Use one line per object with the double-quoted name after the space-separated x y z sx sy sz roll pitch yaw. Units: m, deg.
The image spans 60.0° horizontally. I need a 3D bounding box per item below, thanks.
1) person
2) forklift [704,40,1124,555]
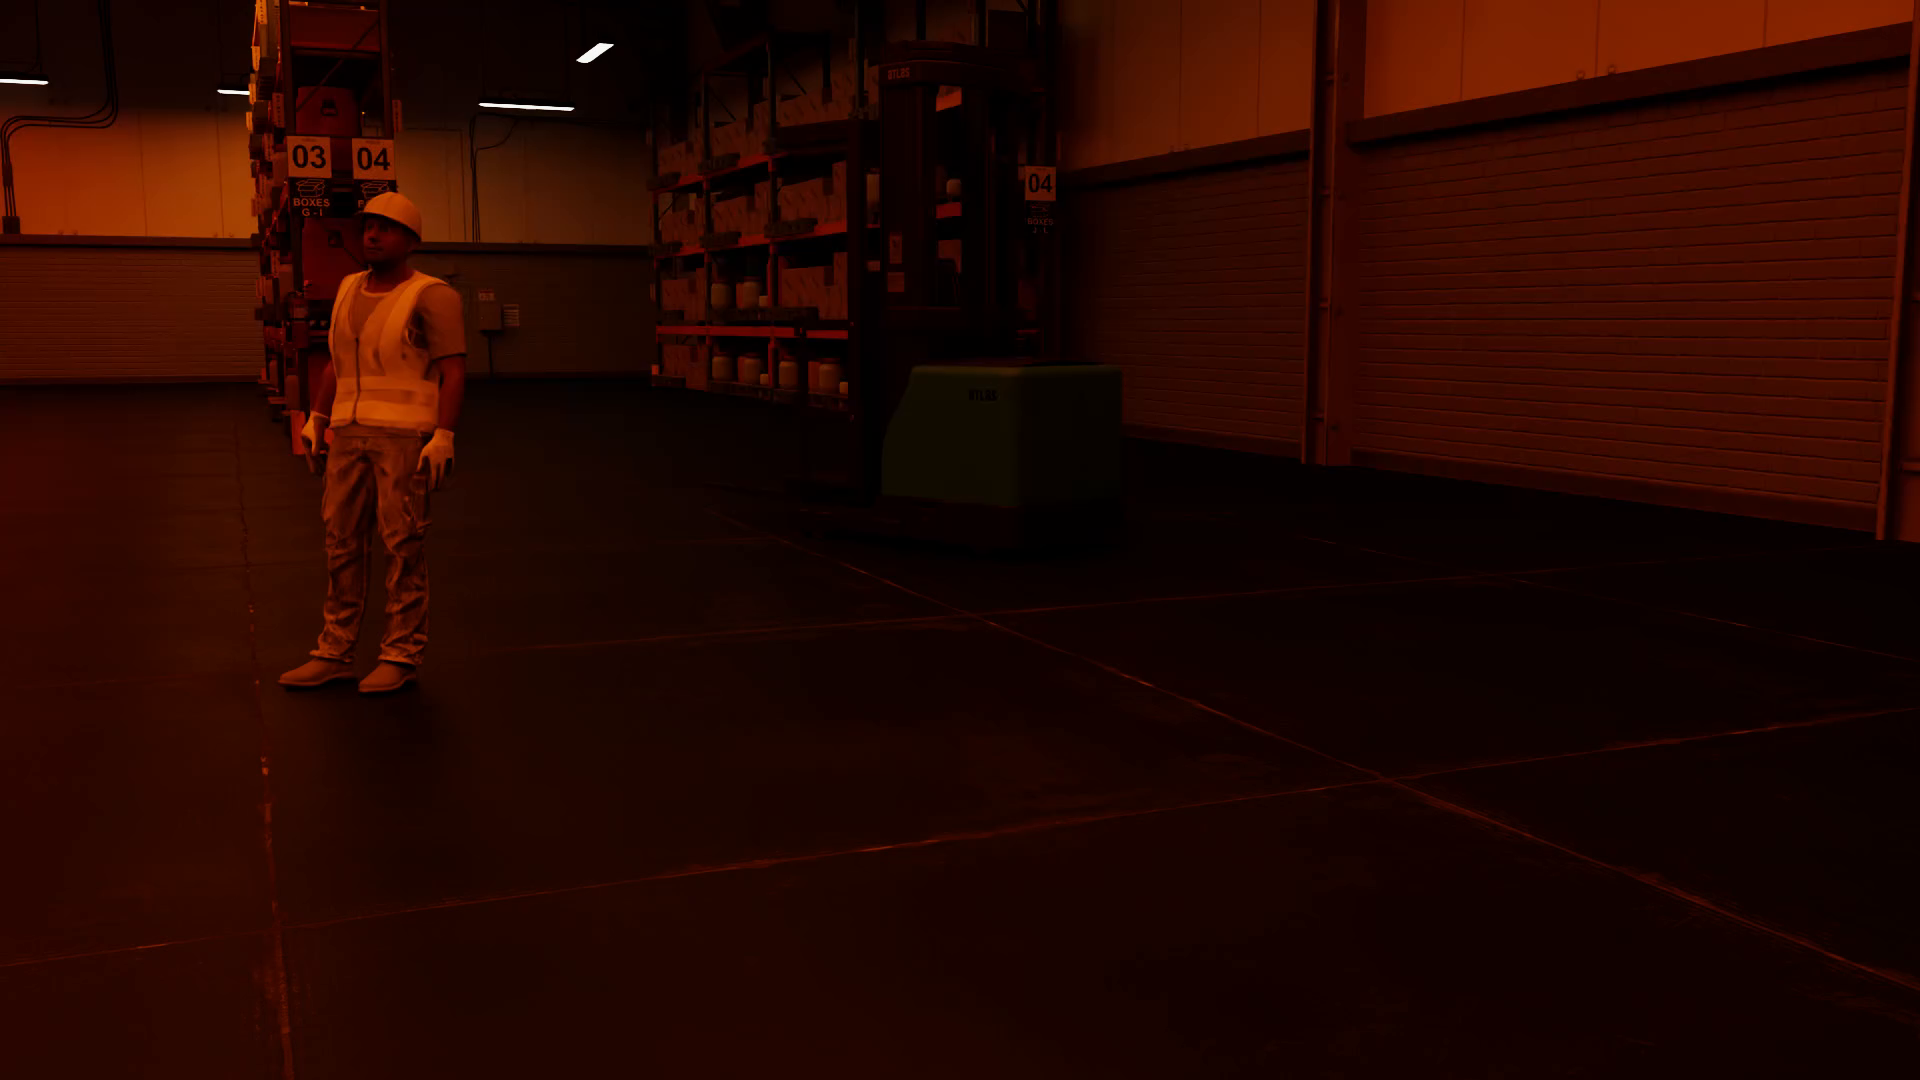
-2.132 -0.356 6.027 0.652 1.791 0.535 3 8 24 "person"
-0.436 -1.509 10.383 3.031 2.935 1.130 7 10 44 "forklift"
